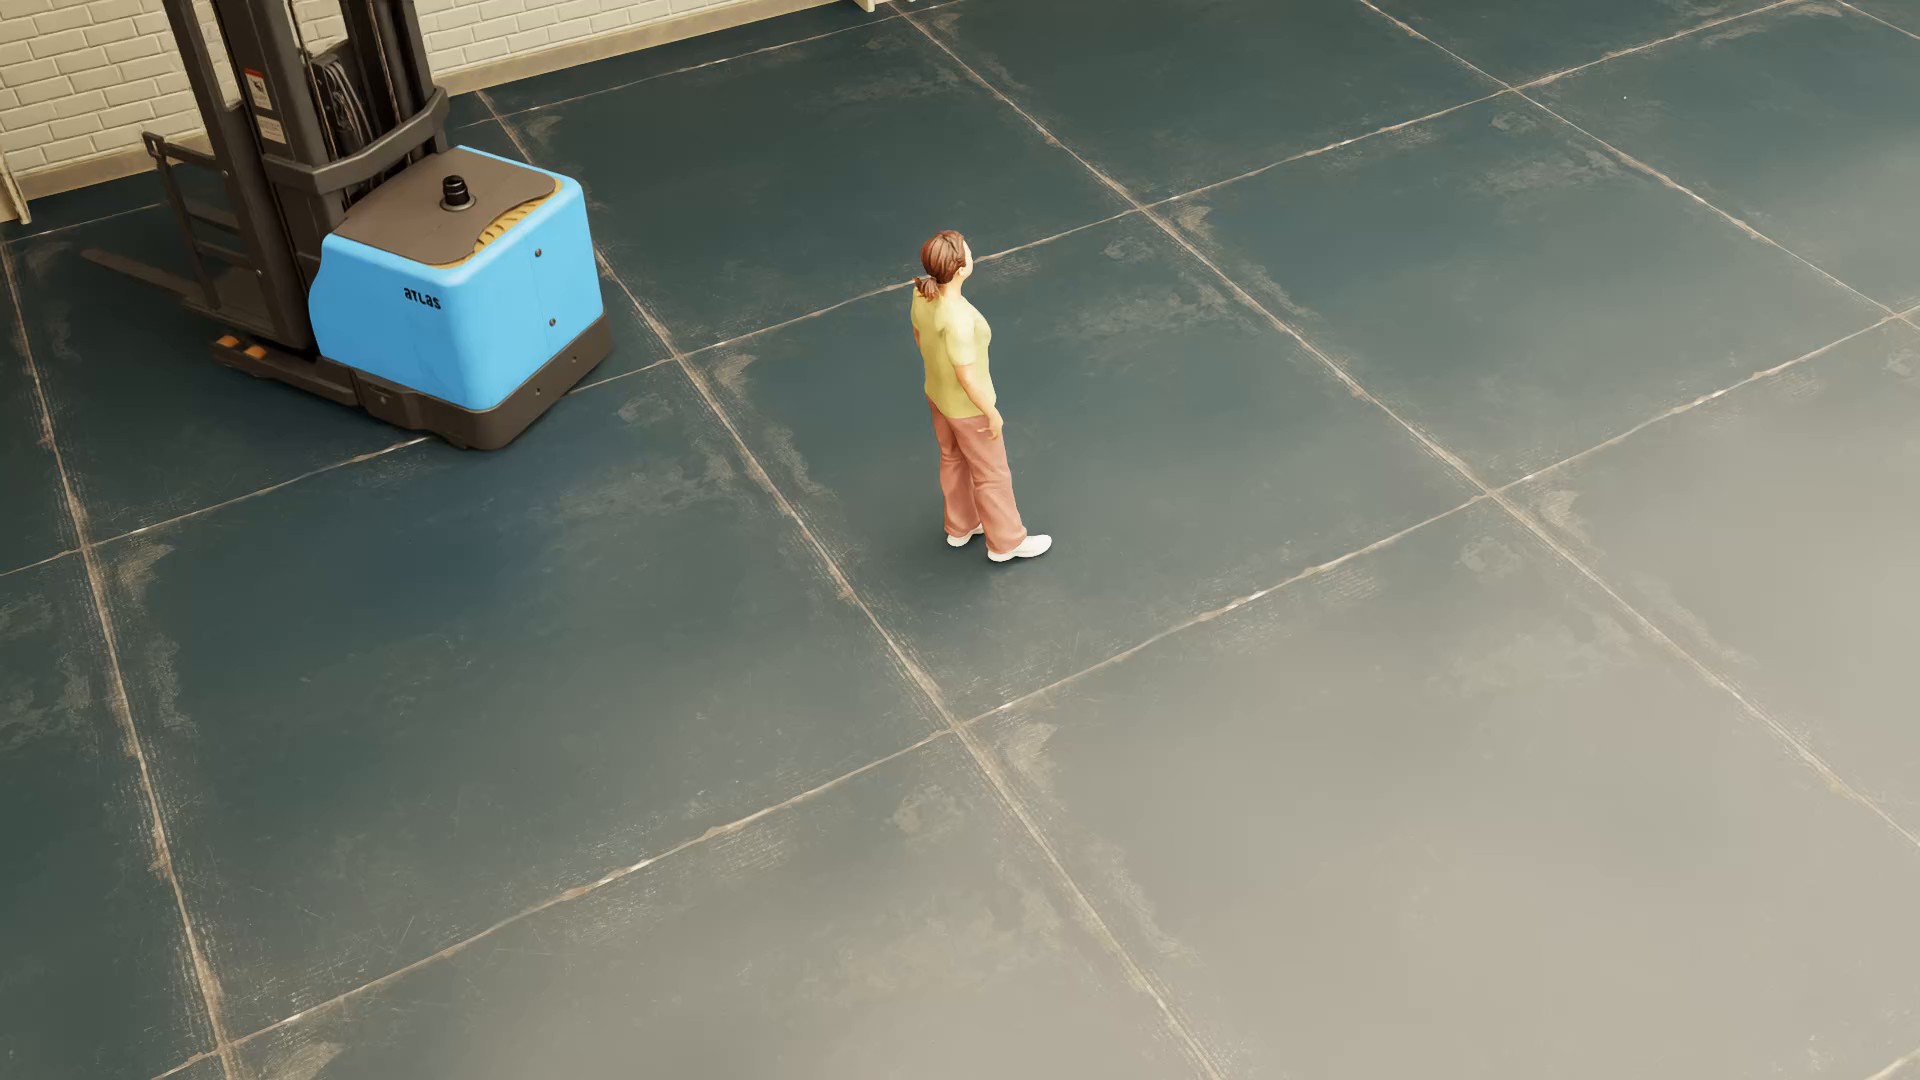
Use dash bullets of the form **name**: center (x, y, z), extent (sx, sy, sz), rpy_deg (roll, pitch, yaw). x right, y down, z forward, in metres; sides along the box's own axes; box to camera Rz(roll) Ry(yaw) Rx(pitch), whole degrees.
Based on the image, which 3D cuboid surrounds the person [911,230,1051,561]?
- **person**: center (0.070, -0.638, 7.298), extent (0.549, 1.675, 0.553), rpy_deg (-21, 47, -21)

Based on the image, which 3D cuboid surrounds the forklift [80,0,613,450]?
- **forklift**: center (-3.396, -2.230, 8.103), extent (3.031, 2.935, 1.130), rpy_deg (19, 46, 20)
